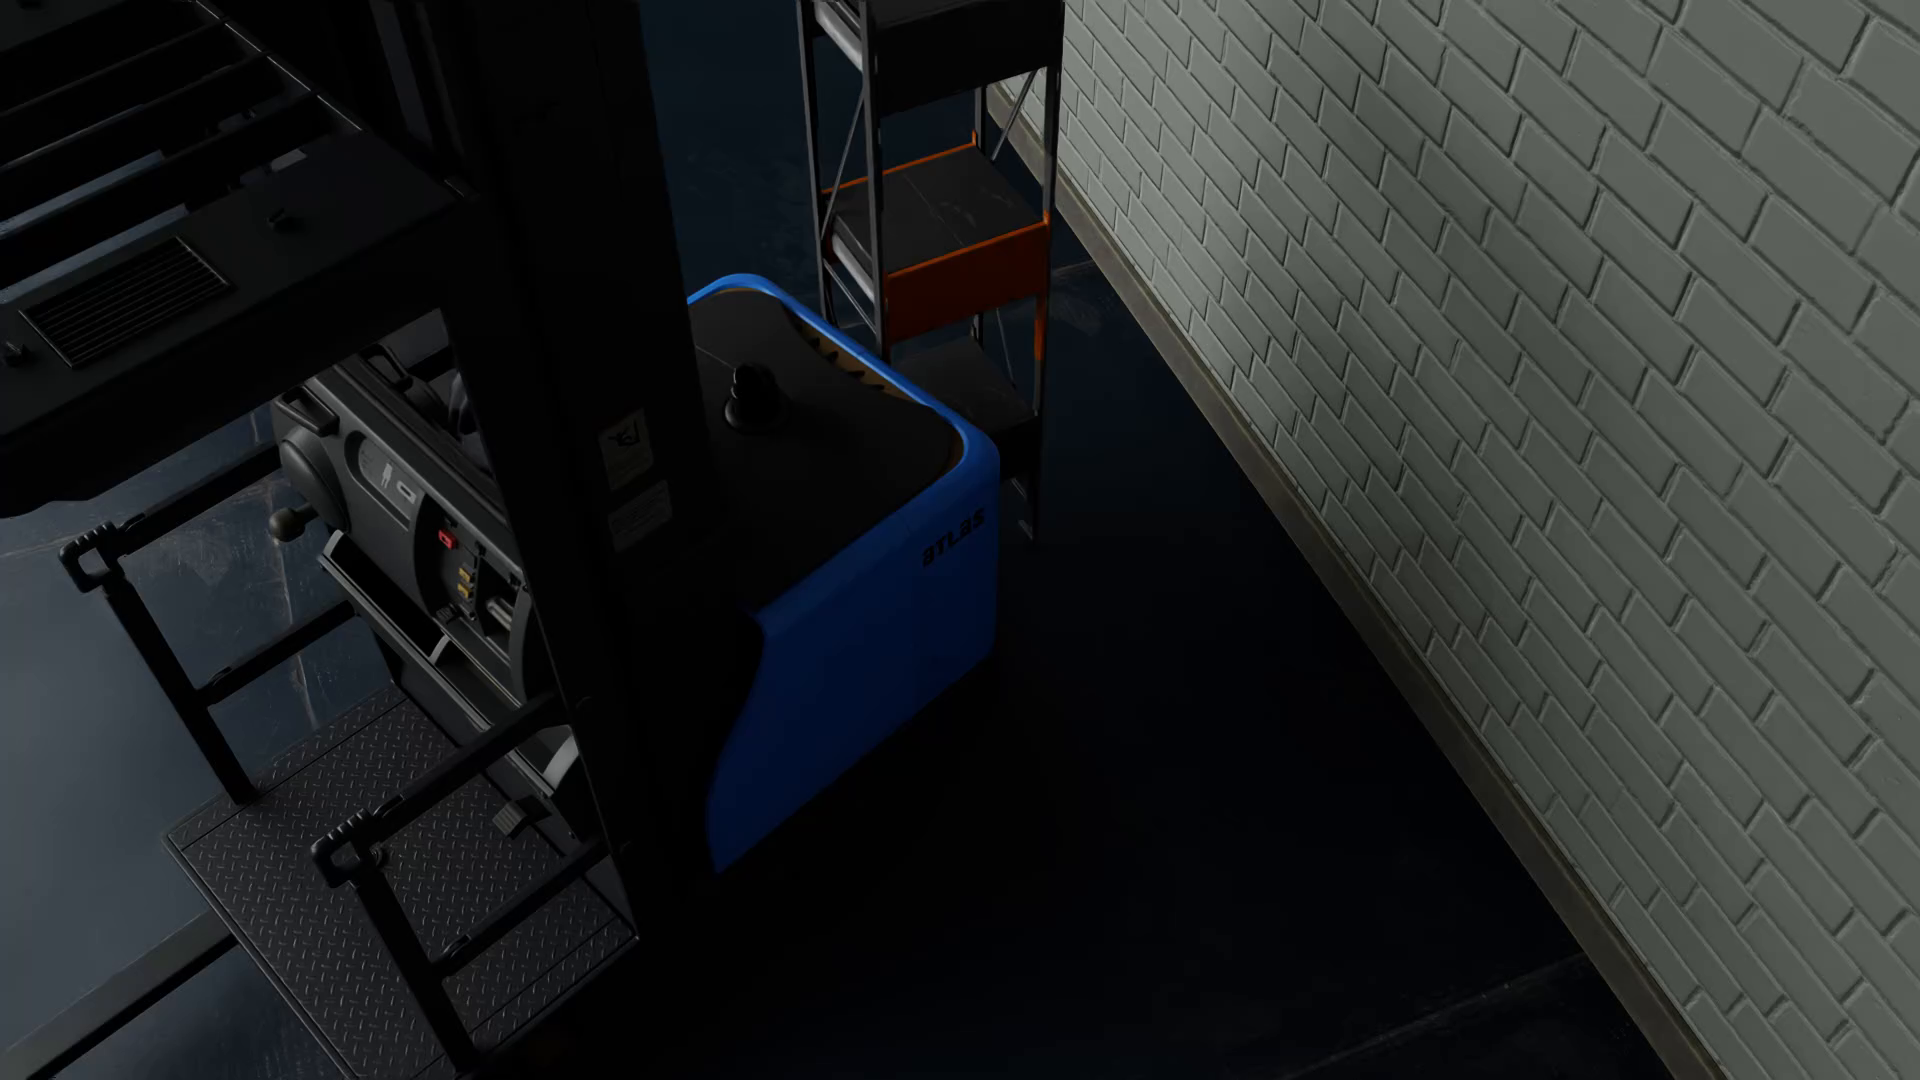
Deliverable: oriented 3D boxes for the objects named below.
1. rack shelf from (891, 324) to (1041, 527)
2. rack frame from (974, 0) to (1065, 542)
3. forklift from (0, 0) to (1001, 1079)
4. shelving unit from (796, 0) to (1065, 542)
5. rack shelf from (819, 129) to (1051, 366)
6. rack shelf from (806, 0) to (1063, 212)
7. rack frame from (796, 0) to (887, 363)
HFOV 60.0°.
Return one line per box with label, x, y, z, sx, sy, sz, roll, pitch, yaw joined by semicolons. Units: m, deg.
rack shelf;-0.074;-0.264;5.033;0.480;0.518;0.431;-22;53;-18
rack frame;0.141;-0.816;4.567;0.015;2.100;0.400;-22;53;-18
forklift;-1.284;0.049;3.276;3.031;2.935;1.130;-37;59;-27
shelving unit;-0.074;-0.729;4.492;0.503;2.100;0.431;-22;53;-18
rack shelf;-0.074;-0.720;4.502;0.480;0.518;0.431;-22;53;-18
rack shelf;-0.074;-1.176;3.971;0.480;0.518;0.431;-22;53;-18
rack frame;-0.289;-0.641;4.417;0.015;2.100;0.400;-22;53;-18
